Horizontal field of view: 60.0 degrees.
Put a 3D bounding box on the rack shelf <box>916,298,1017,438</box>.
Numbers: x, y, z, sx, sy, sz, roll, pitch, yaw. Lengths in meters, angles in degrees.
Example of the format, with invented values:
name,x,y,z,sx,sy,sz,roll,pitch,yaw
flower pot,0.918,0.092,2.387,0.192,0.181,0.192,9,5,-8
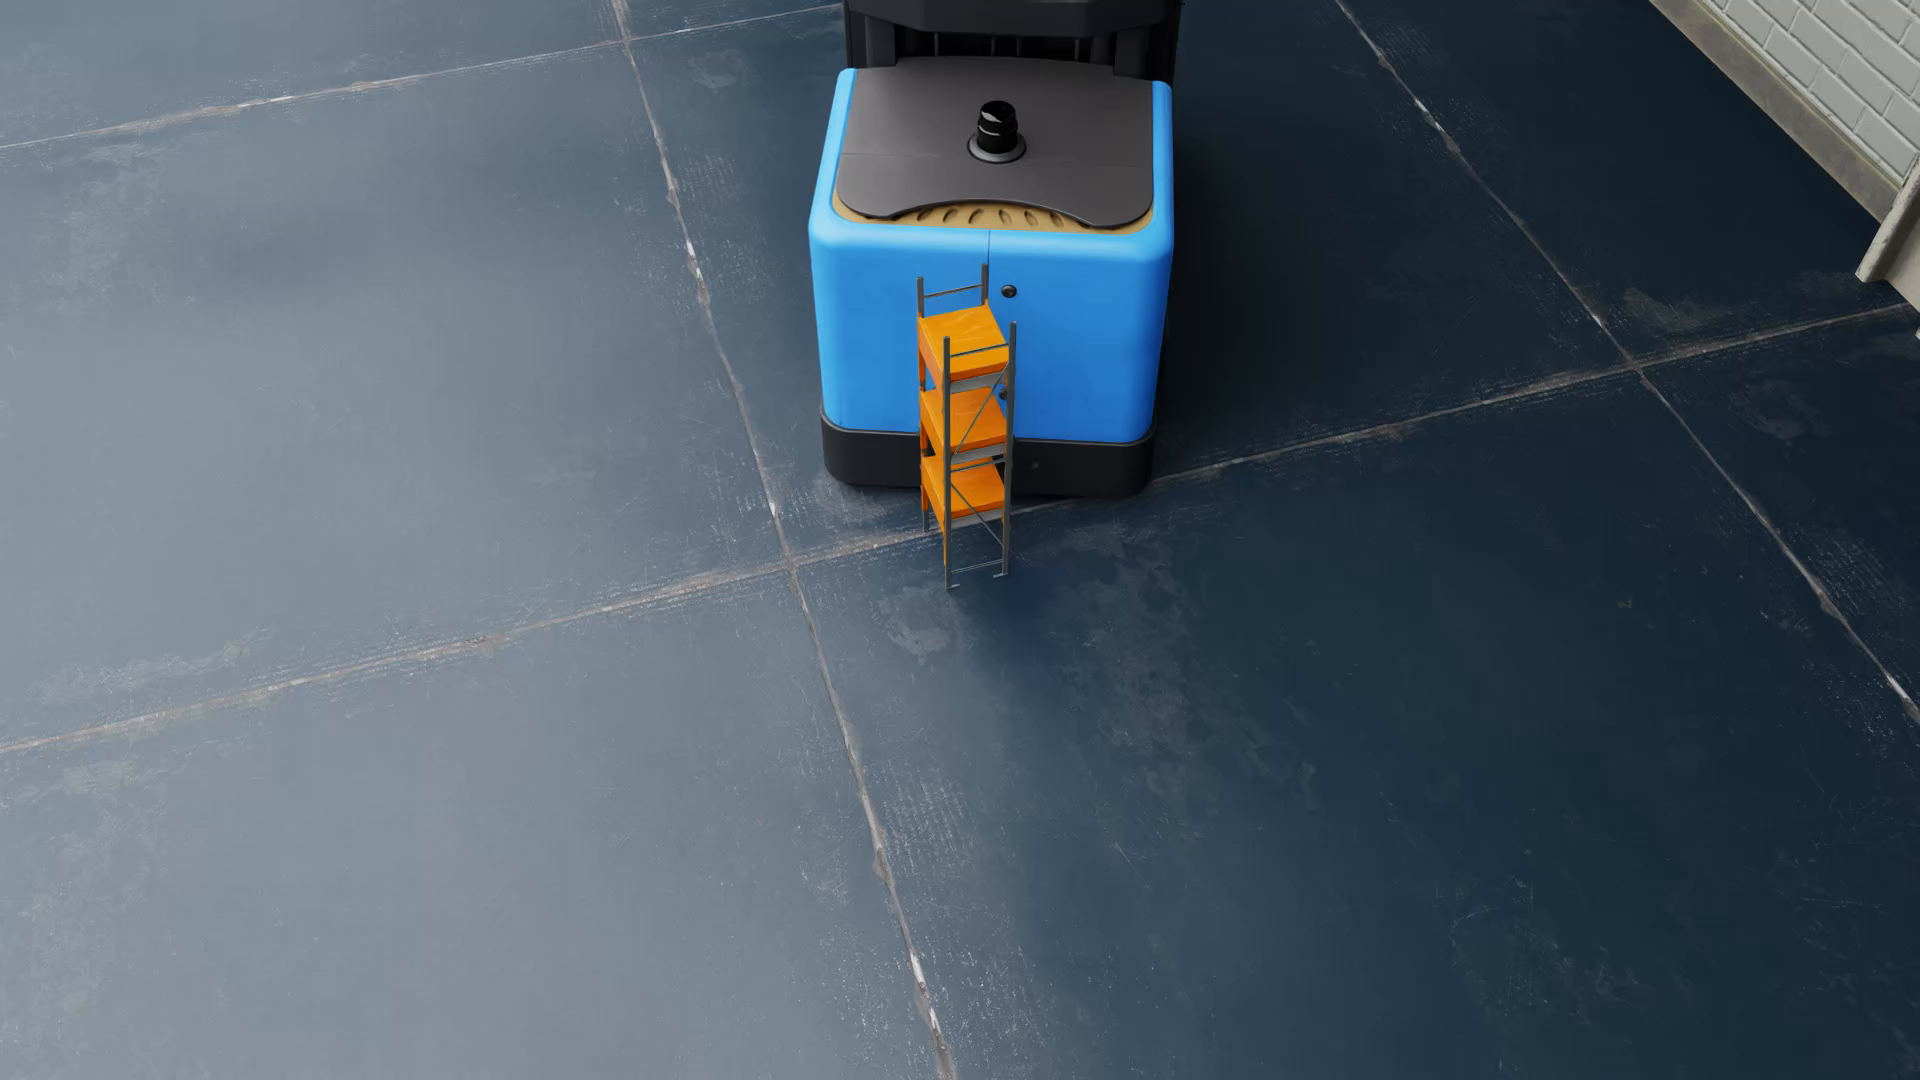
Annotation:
name,x,y,z,sx,sy,sz,roll,pitch,yaw
rack shelf,0.016,-0.475,4.607,0.215,0.259,0.240,-13,51,-11

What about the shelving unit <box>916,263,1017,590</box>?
name,x,y,z,sx,sy,sz,roll,pitch,yaw
shelving unit,0.016,-0.299,4.816,0.215,1.050,0.252,-13,51,-11

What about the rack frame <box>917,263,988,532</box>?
name,x,y,z,sx,sy,sz,roll,pitch,yaw
rack frame,-0.020,-0.388,4.891,0.200,1.050,0.008,-13,51,-11

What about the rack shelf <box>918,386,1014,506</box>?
name,x,y,z,sx,sy,sz,roll,pitch,yaw
rack shelf,0.016,-0.292,4.824,0.215,0.259,0.240,-13,51,-11

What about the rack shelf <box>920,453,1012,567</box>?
name,x,y,z,sx,sy,sz,roll,pitch,yaw
rack shelf,0.016,-0.113,5.036,0.215,0.259,0.240,-13,51,-11

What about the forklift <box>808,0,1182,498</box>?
name,x,y,z,sx,sy,sz,roll,pitch,yaw
forklift,0.185,-2.209,5.196,1.130,2.935,3.031,3,50,3

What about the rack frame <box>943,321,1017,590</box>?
name,x,y,z,sx,sy,sz,roll,pitch,yaw
rack frame,0.052,-0.210,4.741,0.200,1.050,0.008,-13,51,-11
